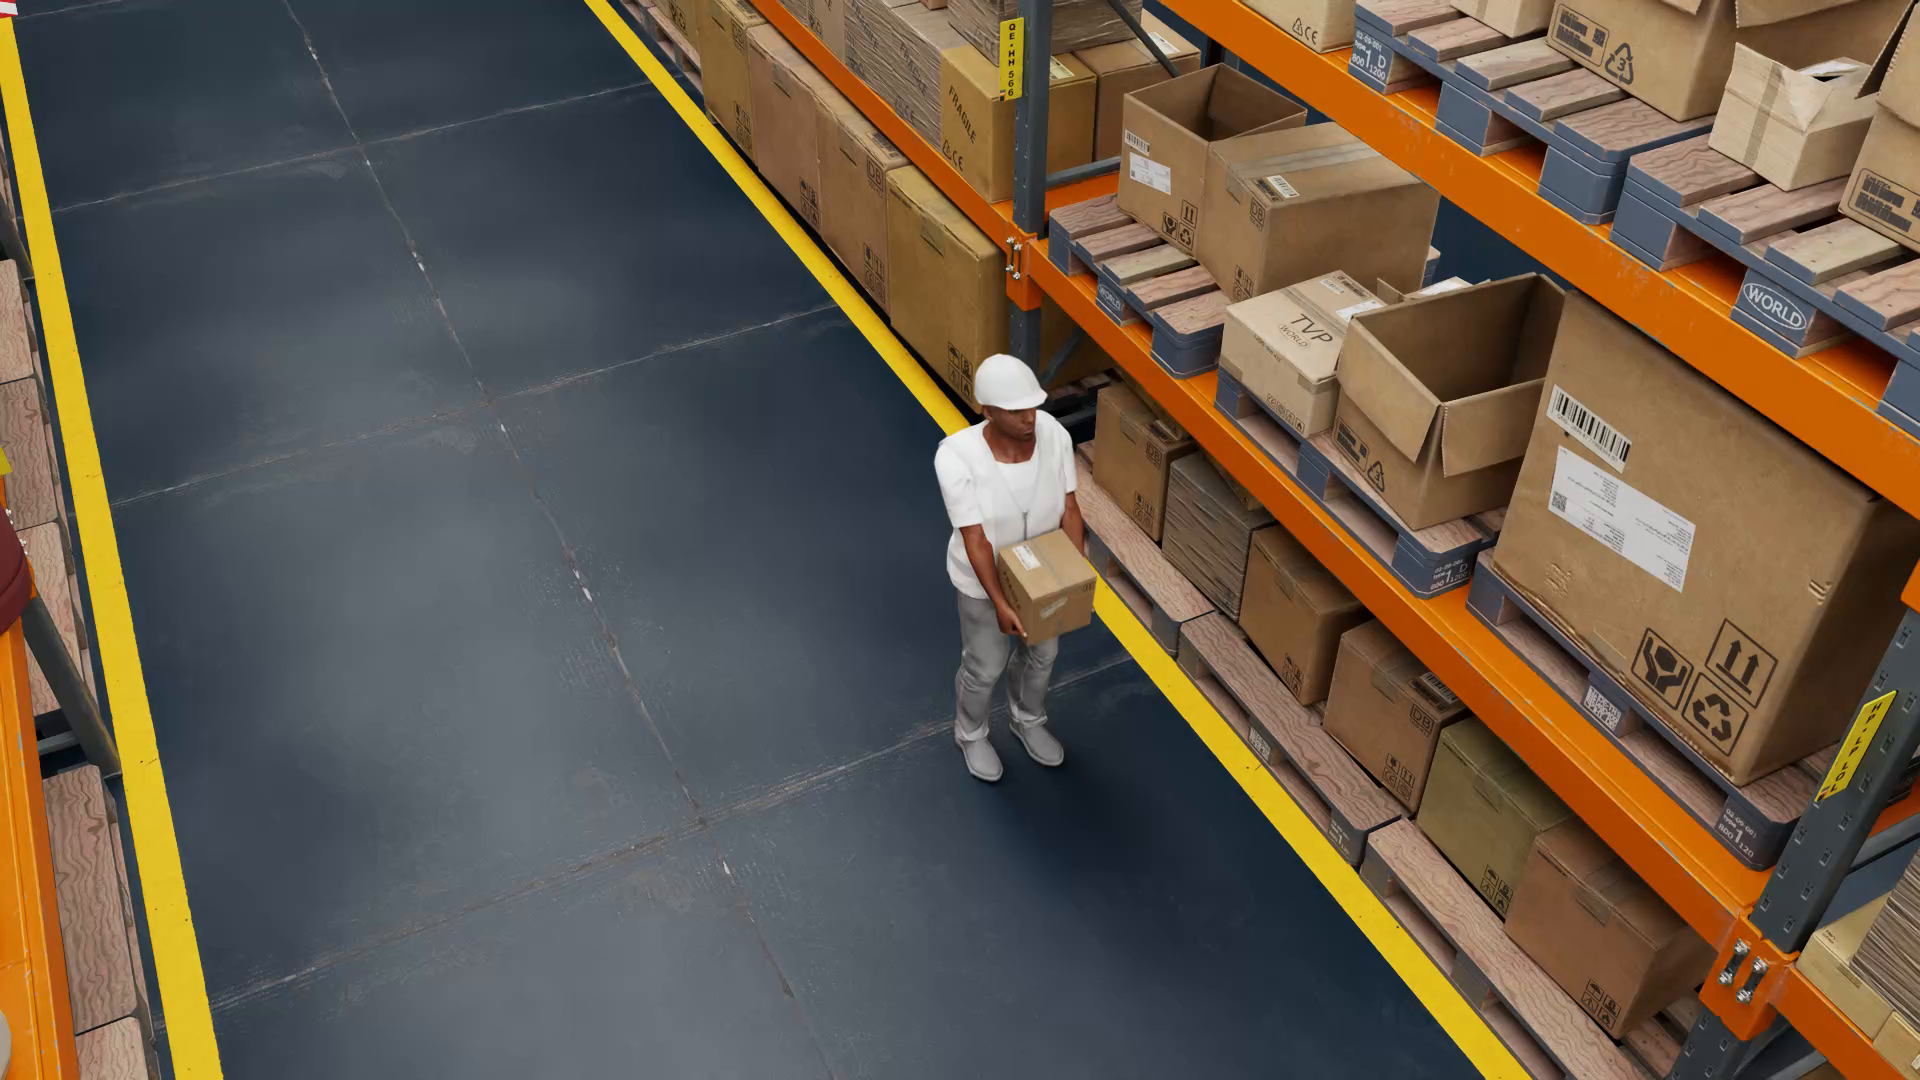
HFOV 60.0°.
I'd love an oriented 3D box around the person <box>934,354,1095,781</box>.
[{"bbox_3d":[0.223,0.169,5.951,0.502,1.761,0.587,-19,44,-20],"label":"person"}]
